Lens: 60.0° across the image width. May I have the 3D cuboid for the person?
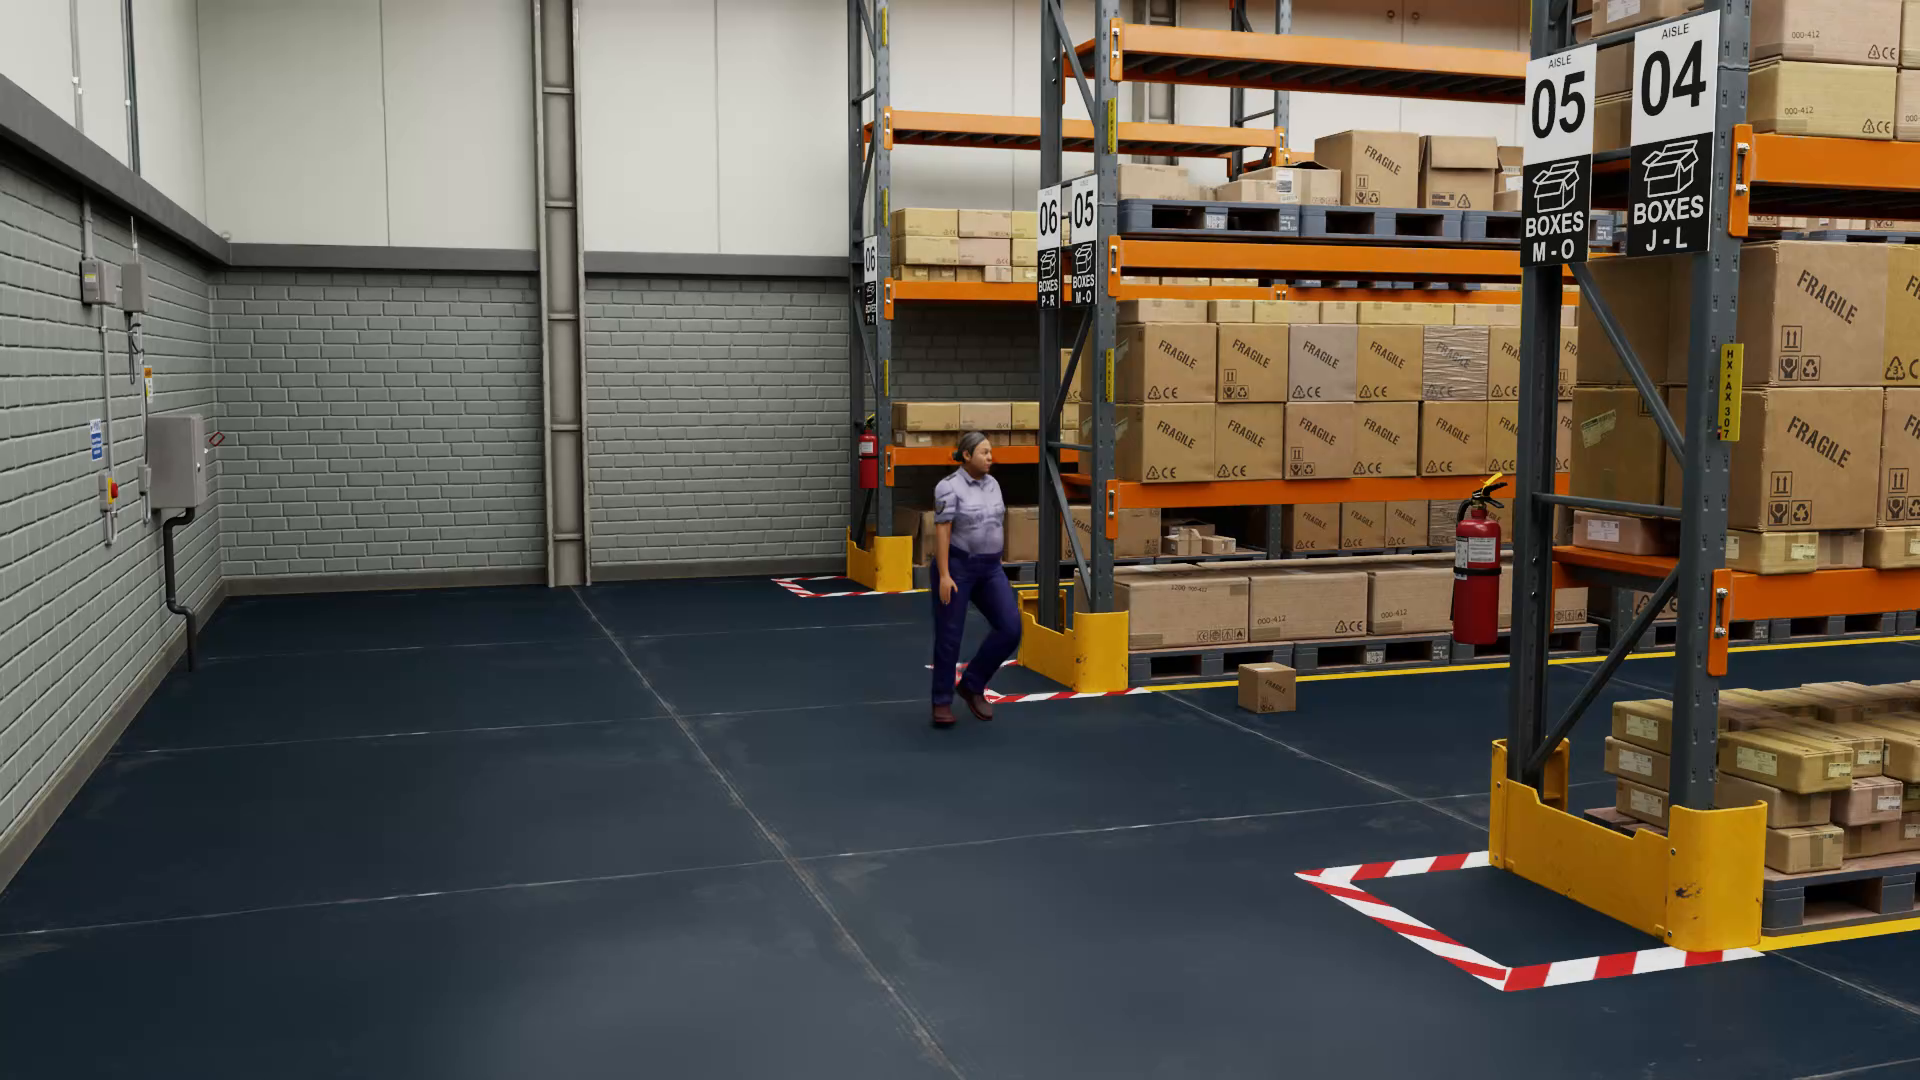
[{"bbox_3d":[0.059,0.214,9.437,0.541,1.660,0.426,-4,7,-33],"label":"person"}]
